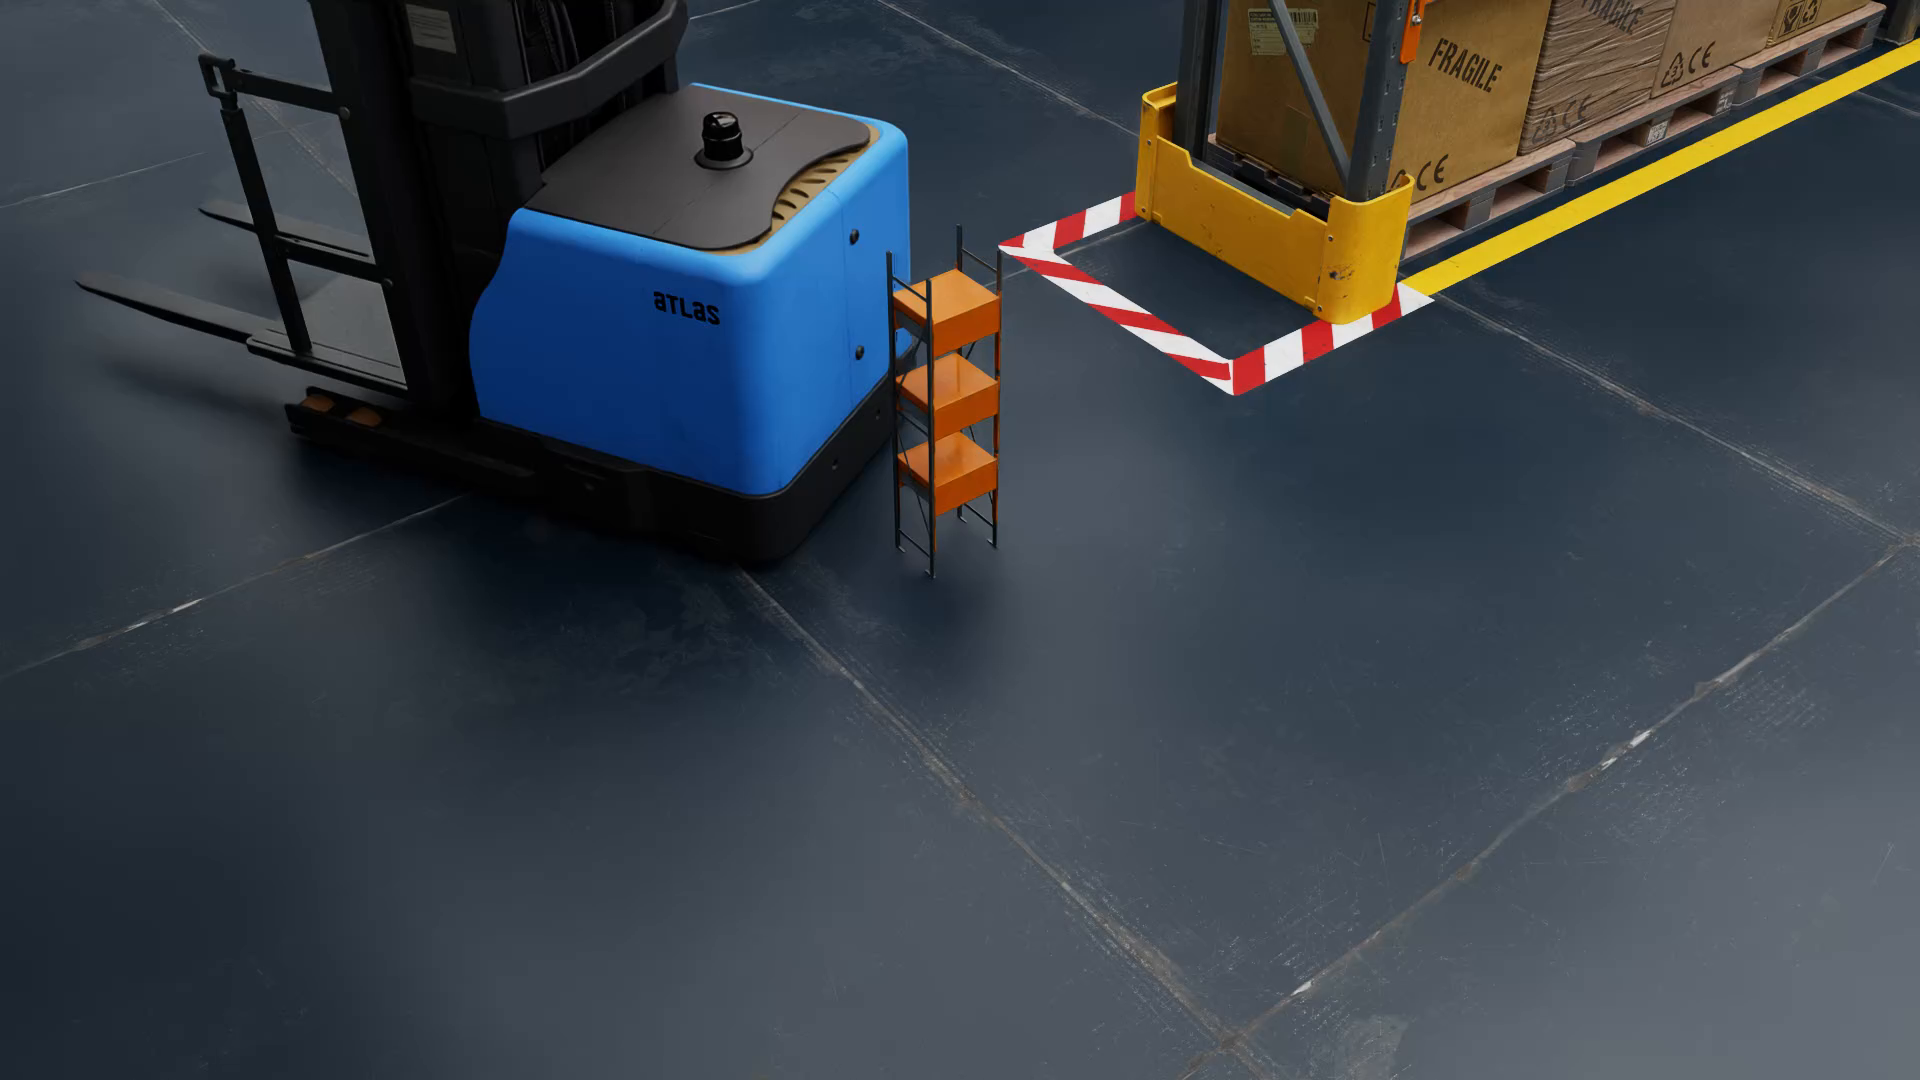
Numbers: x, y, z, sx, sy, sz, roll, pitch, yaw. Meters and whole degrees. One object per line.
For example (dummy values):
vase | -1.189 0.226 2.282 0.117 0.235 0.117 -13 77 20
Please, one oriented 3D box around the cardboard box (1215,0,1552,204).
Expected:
cardboard box | 1.669 -1.947 6.603 0.875 0.875 0.875 -26 46 -28

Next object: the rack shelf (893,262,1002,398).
rack shelf | -0.042 -0.596 4.719 0.240 0.259 0.215 -26 46 -28

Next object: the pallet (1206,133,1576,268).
pallet | 1.796 -1.589 7.020 1.213 0.211 1.003 -26 46 -28

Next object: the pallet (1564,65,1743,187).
pallet | 2.763 -2.058 7.592 1.213 0.211 1.003 -26 46 -28

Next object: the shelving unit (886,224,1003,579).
shelving unit | -0.042 -0.385 4.892 0.252 1.050 0.215 -26 46 -28

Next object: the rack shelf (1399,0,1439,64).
rack shelf | 2.796 -2.813 6.882 4.000 0.370 1.077 -26 46 -28

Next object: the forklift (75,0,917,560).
forklift | -1.706 -1.695 5.006 3.031 2.935 1.130 16 42 19

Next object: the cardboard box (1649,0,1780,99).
cardboard box | 3.096 -2.643 7.451 0.875 0.875 0.875 -26 46 -28

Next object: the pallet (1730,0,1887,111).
pallet | 3.731 -2.532 8.170 1.213 0.211 1.003 -26 46 -28

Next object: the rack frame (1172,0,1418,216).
rack frame | 1.210 -2.319 5.711 0.127 3.000 1.000 -26 46 -28

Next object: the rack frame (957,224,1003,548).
rack frame | 0.054 -0.432 4.949 0.008 1.050 0.200 -26 46 -28

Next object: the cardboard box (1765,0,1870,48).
cardboard box | 3.810 -2.991 7.875 0.875 0.875 0.875 -26 46 -28

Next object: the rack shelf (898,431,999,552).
rack shelf | -0.042 -0.162 5.075 0.240 0.259 0.215 -26 46 -28

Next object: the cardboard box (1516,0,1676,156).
cardboard box | 2.390 -2.299 7.031 0.875 0.875 0.875 -26 46 -28

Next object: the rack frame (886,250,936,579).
rack frame | -0.139 -0.338 4.834 0.008 1.050 0.200 -26 46 -28

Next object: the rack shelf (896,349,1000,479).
rack shelf | -0.042 -0.377 4.899 0.240 0.259 0.215 -26 46 -28

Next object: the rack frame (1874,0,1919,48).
rack frame | 4.382 -3.864 7.596 0.127 3.000 1.000 -26 46 -28

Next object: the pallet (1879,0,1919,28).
pallet | 4.948 -3.122 8.890 1.213 0.211 1.003 -26 46 -28

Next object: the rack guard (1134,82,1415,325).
rack guard | 1.191 -1.343 6.493 0.348 0.500 1.175 -26 46 -28
